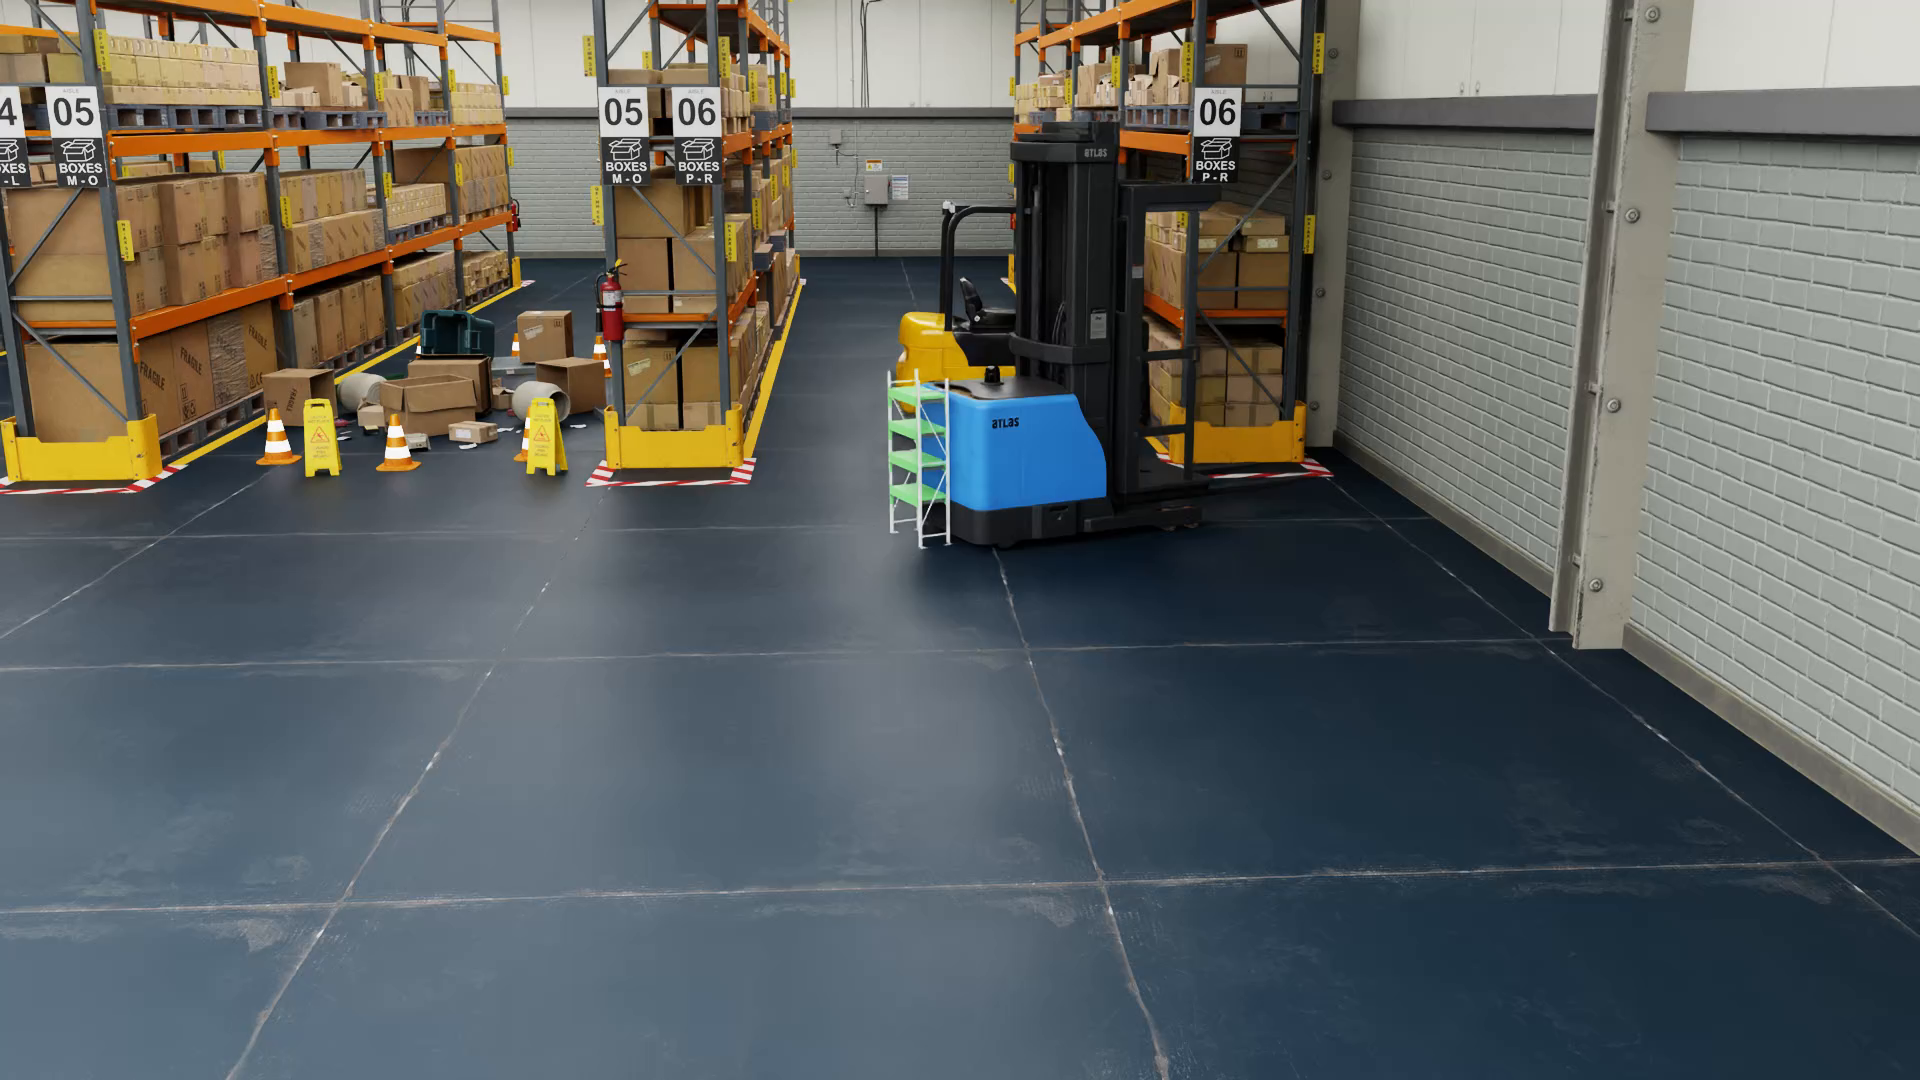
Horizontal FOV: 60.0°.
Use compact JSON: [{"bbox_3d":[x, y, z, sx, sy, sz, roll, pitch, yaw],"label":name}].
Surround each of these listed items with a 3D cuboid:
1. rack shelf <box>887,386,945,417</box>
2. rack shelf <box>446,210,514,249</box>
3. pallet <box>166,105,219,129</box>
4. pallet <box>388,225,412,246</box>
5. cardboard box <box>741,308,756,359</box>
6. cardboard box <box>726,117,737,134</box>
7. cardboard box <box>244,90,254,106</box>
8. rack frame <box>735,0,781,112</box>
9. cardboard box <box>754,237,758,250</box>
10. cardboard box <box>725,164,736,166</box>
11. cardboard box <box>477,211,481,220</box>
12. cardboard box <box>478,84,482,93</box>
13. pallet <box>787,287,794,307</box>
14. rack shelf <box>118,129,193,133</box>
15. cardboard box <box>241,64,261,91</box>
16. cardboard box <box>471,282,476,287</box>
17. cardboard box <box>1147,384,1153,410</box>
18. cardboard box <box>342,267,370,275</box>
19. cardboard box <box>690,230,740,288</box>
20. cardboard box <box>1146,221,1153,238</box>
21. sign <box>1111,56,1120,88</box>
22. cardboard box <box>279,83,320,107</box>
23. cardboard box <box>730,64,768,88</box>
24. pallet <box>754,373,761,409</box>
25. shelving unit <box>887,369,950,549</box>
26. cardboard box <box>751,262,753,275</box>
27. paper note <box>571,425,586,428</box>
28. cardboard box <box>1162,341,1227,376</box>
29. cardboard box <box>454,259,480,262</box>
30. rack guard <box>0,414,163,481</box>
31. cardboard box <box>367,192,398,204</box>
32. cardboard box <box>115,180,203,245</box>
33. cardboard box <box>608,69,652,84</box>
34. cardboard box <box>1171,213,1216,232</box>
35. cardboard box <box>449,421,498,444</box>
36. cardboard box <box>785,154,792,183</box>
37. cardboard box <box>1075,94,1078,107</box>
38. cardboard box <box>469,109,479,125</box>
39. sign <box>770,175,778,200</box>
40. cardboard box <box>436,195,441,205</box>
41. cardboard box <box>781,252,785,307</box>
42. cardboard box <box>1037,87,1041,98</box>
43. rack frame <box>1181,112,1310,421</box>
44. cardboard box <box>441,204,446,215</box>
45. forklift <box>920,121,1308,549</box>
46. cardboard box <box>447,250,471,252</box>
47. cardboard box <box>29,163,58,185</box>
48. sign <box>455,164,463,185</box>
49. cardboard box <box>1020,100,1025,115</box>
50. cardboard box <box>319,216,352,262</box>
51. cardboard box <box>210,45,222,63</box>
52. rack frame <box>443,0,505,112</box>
[{"bbox_3d":[-0.299,-0.991,11.796,0.258,0.148,0.480,-8,16,-26],"label":"rack shelf"},{"bbox_3d":[-8.294,-5.135,27.408,1.077,0.370,4.000,-1,14,-3],"label":"rack shelf"},{"bbox_3d":[-7.561,-3.900,15.322,1.003,0.211,1.213,-1,14,-3],"label":"pallet"},{"bbox_3d":[-8.072,-4.074,22.225,1.213,0.211,1.003,-1,14,-3],"label":"pallet"},{"bbox_3d":[-2.435,-2.190,17.688,0.500,0.500,0.500,-1,14,-4],"label":"cardboard box"},{"bbox_3d":[-2.272,-3.843,15.427,0.380,0.149,0.250,-1,14,-3],"label":"cardboard box"},{"bbox_3d":[-7.316,-4.431,16.669,0.380,0.149,0.250,-1,14,-3],"label":"cardboard box"},{"bbox_3d":[-3.235,-7.993,25.032,1.000,3.000,0.127,-1,14,-3],"label":"rack frame"},{"bbox_3d":[-2.459,-3.322,18.579,0.380,0.149,0.250,-1,14,-3],"label":"cardboard box"},{"bbox_3d":[-3.321,-4.877,22.756,0.500,0.500,0.500,-1,14,-2],"label":"cardboard box"},{"bbox_3d":[-7.991,-5.267,26.980,0.380,0.149,0.250,0,14,-1],"label":"cardboard box"},{"bbox_3d":[-8.056,-7.399,27.241,0.380,0.149,0.250,-1,14,-2],"label":"cardboard box"},{"bbox_3d":[-3.204,-3.927,26.867,1.003,0.211,1.213,-1,14,-3],"label":"pallet"},{"bbox_3d":[-13.250,-6.536,26.834,1.077,0.370,4.000,-1,14,-3],"label":"rack shelf"},{"bbox_3d":[-7.387,-4.654,16.735,0.500,0.250,0.500,-1,14,-4],"label":"cardboard box"},{"bbox_3d":[-7.955,-4.031,26.554,0.380,0.149,0.250,-1,14,-4],"label":"cardboard box"},{"bbox_3d":[2.074,-1.413,16.173,0.500,0.250,0.500,-1,14,-3],"label":"cardboard box"},{"bbox_3d":[-8.226,-3.513,22.330,0.500,0.250,0.500,-1,14,-5],"label":"cardboard box"},{"bbox_3d":[-2.280,-2.546,15.106,0.500,0.500,0.500,0,14,-2],"label":"cardboard box"},{"bbox_3d":[2.047,-3.070,16.435,0.380,0.149,0.250,-1,14,-5],"label":"cardboard box"},{"bbox_3d":[1.673,-5.020,17.829,0.100,0.325,0.005,-1,14,-3],"label":"sign"},{"bbox_3d":[-7.578,-5.104,19.052,0.396,0.266,0.258,-1,14,-3],"label":"cardboard box"},{"bbox_3d":[-2.417,-5.199,18.647,0.500,0.250,0.500,-1,14,-5],"label":"cardboard box"},{"bbox_3d":[-2.663,-1.581,17.747,1.003,0.211,1.213,-1,14,-3],"label":"pallet"},{"bbox_3d":[-0.296,-0.588,11.901,0.258,1.200,0.503,-8,16,-26],"label":"shelving unit"},{"bbox_3d":[-2.416,-2.901,17.786,0.380,0.149,0.250,-1,14,-4],"label":"cardboard box"},{"bbox_3d":[-3.743,-1.123,16.329,0.142,0.019,0.148,-6,16,-23],"label":"paper note"},{"bbox_3d":[2.122,-1.646,15.074,0.500,0.250,0.500,0,14,-2],"label":"cardboard box"},{"bbox_3d":[-8.079,-4.513,27.231,0.380,0.149,0.250,-1,15,-6],"label":"cardboard box"},{"bbox_3d":[-7.425,-0.785,14.074,1.175,0.500,0.348,-1,14,-3],"label":"rack guard"},{"bbox_3d":[-7.787,-4.607,22.379,0.380,0.149,0.250,-1,14,-4],"label":"cardboard box"},{"bbox_3d":[-7.436,-2.967,15.069,0.875,0.550,0.550,-1,14,-3],"label":"cardboard box"},{"bbox_3d":[-2.808,-3.900,14.048,0.380,0.149,0.250,-1,14,-3],"label":"cardboard box"},{"bbox_3d":[2.140,-2.899,15.173,0.380,0.149,0.250,-1,14,-2],"label":"cardboard box"},{"bbox_3d":[-4.589,-1.017,15.681,0.380,0.149,0.250,7,16,26],"label":"cardboard box"},{"bbox_3d":[-3.154,-6.369,28.554,0.500,0.500,0.500,-1,14,-3],"label":"cardboard box"},{"bbox_3d":[1.685,-5.670,21.450,0.380,0.166,0.250,-1,14,-4],"label":"cardboard box"},{"bbox_3d":[-7.988,-6.739,26.481,0.500,0.250,0.500,0,14,-1],"label":"cardboard box"},{"bbox_3d":[-2.446,-4.626,21.821,0.100,0.325,0.005,-1,14,-3],"label":"sign"},{"bbox_3d":[-7.930,-5.050,24.700,0.380,0.149,0.250,-1,14,-3],"label":"cardboard box"},{"bbox_3d":[-3.053,-3.884,24.525,0.875,0.875,0.875,0,14,-2],"label":"cardboard box"},{"bbox_3d":[1.360,-6.682,24.820,0.380,0.149,0.250,-1,14,-4],"label":"cardboard box"},{"bbox_3d":[2.462,-2.181,14.482,1.000,3.000,0.127,-1,14,-3],"label":"rack frame"},{"bbox_3d":[-7.947,-4.972,24.992,0.380,0.149,0.250,-1,14,-5],"label":"cardboard box"},{"bbox_3d":[1.227,-1.595,12.343,3.031,2.935,1.130,-7,16,-26],"label":"forklift"},{"bbox_3d":[-8.724,-4.956,28.953,0.380,0.149,0.250,-2,15,-6],"label":"cardboard box"},{"bbox_3d":[-12.993,-4.985,23.167,0.797,0.503,0.637,0,14,-2],"label":"cardboard box"},{"bbox_3d":[-7.616,-5.556,25.277,0.100,0.325,0.005,-1,14,-3],"label":"sign"},{"bbox_3d":[1.297,-7.316,28.125,0.500,0.250,0.500,-1,14,-5],"label":"cardboard box"},{"bbox_3d":[-7.530,-3.556,19.626,0.500,0.500,0.500,-1,14,-3],"label":"cardboard box"},{"bbox_3d":[-7.269,-4.627,15.832,0.380,0.149,0.250,-1,14,-3],"label":"cardboard box"},{"bbox_3d":[-8.417,-8.886,28.504,1.000,3.000,0.127,-1,14,-3],"label":"rack frame"}]
